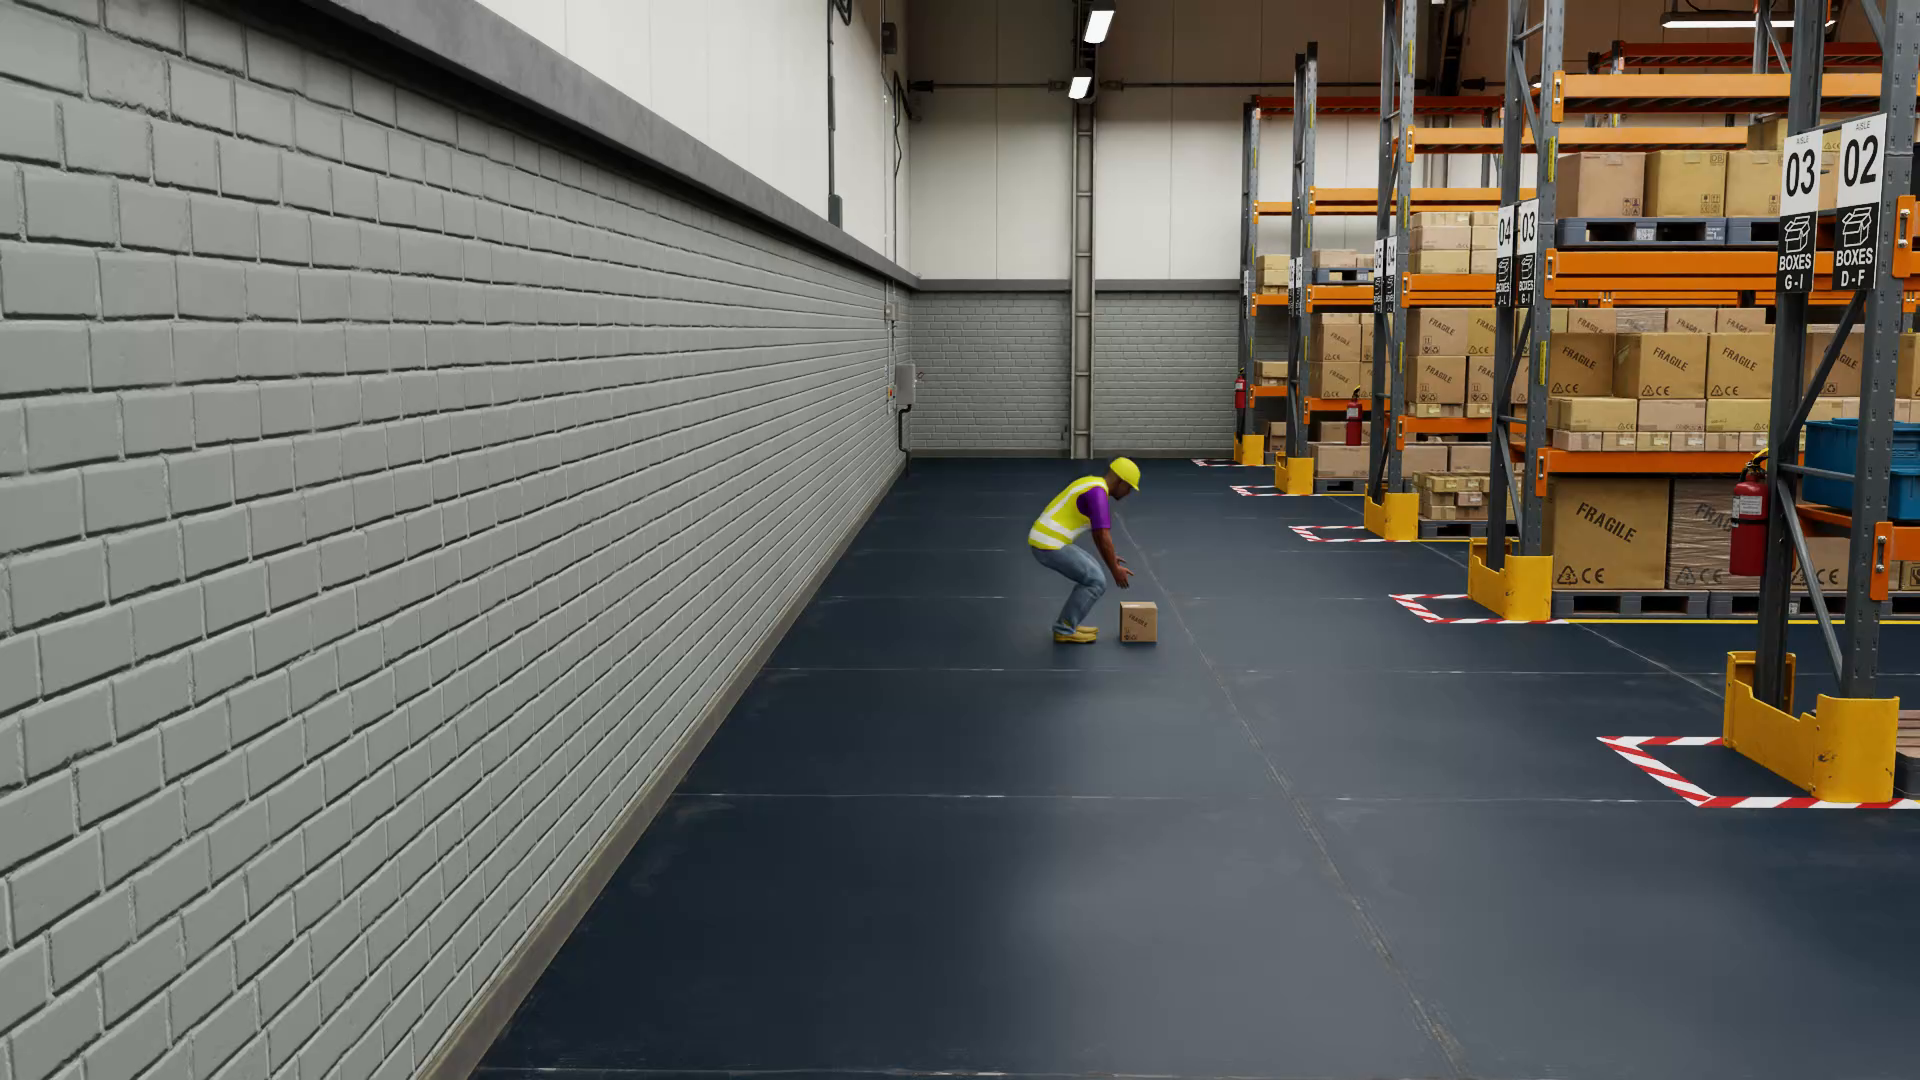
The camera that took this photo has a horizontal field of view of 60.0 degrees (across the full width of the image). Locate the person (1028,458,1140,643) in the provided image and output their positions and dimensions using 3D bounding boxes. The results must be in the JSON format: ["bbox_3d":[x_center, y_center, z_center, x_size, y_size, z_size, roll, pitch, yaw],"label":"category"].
[{"bbox_3d":[0.890,0.061,12.012,0.805,1.313,0.629,0,7,1],"label":"person"}]
